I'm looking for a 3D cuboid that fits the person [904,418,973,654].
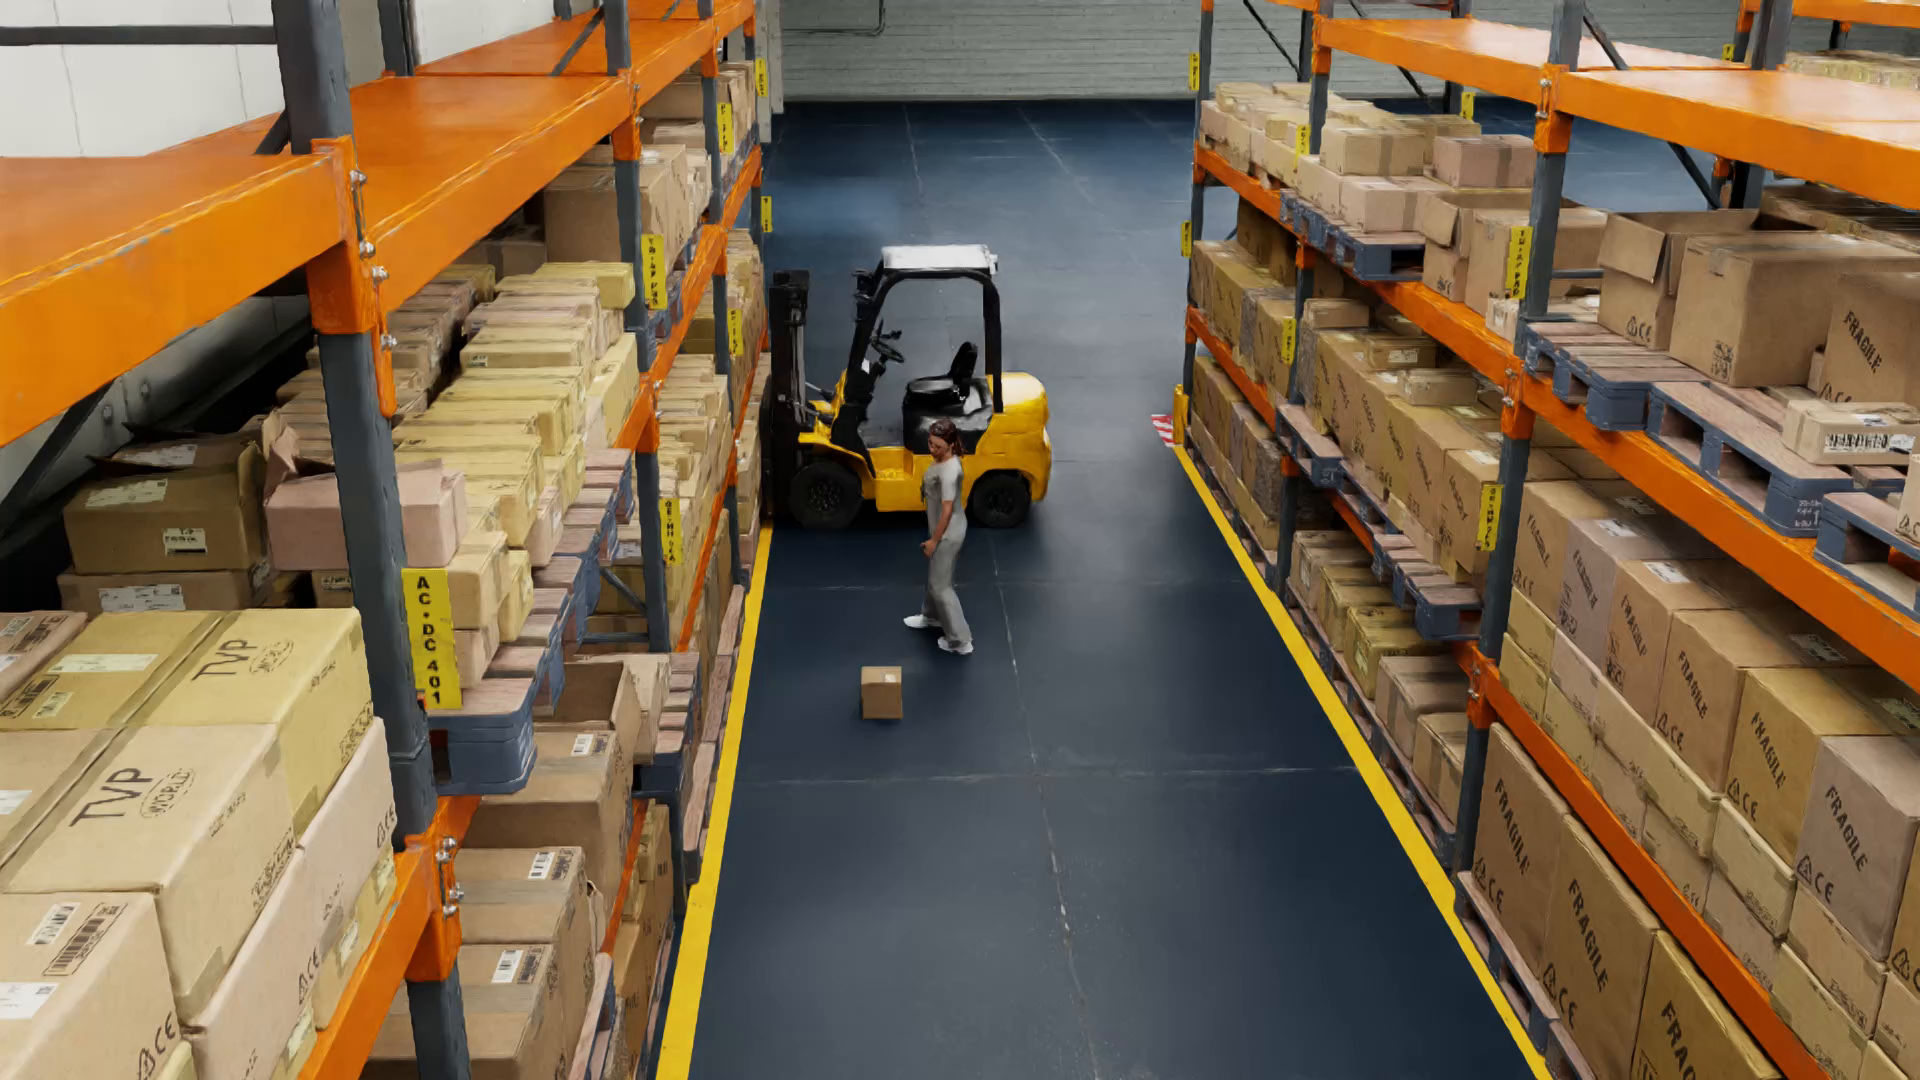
[{"bbox_3d":[-0.154,-0.065,11.292,0.538,1.663,0.598,2,21,6],"label":"person"}]
